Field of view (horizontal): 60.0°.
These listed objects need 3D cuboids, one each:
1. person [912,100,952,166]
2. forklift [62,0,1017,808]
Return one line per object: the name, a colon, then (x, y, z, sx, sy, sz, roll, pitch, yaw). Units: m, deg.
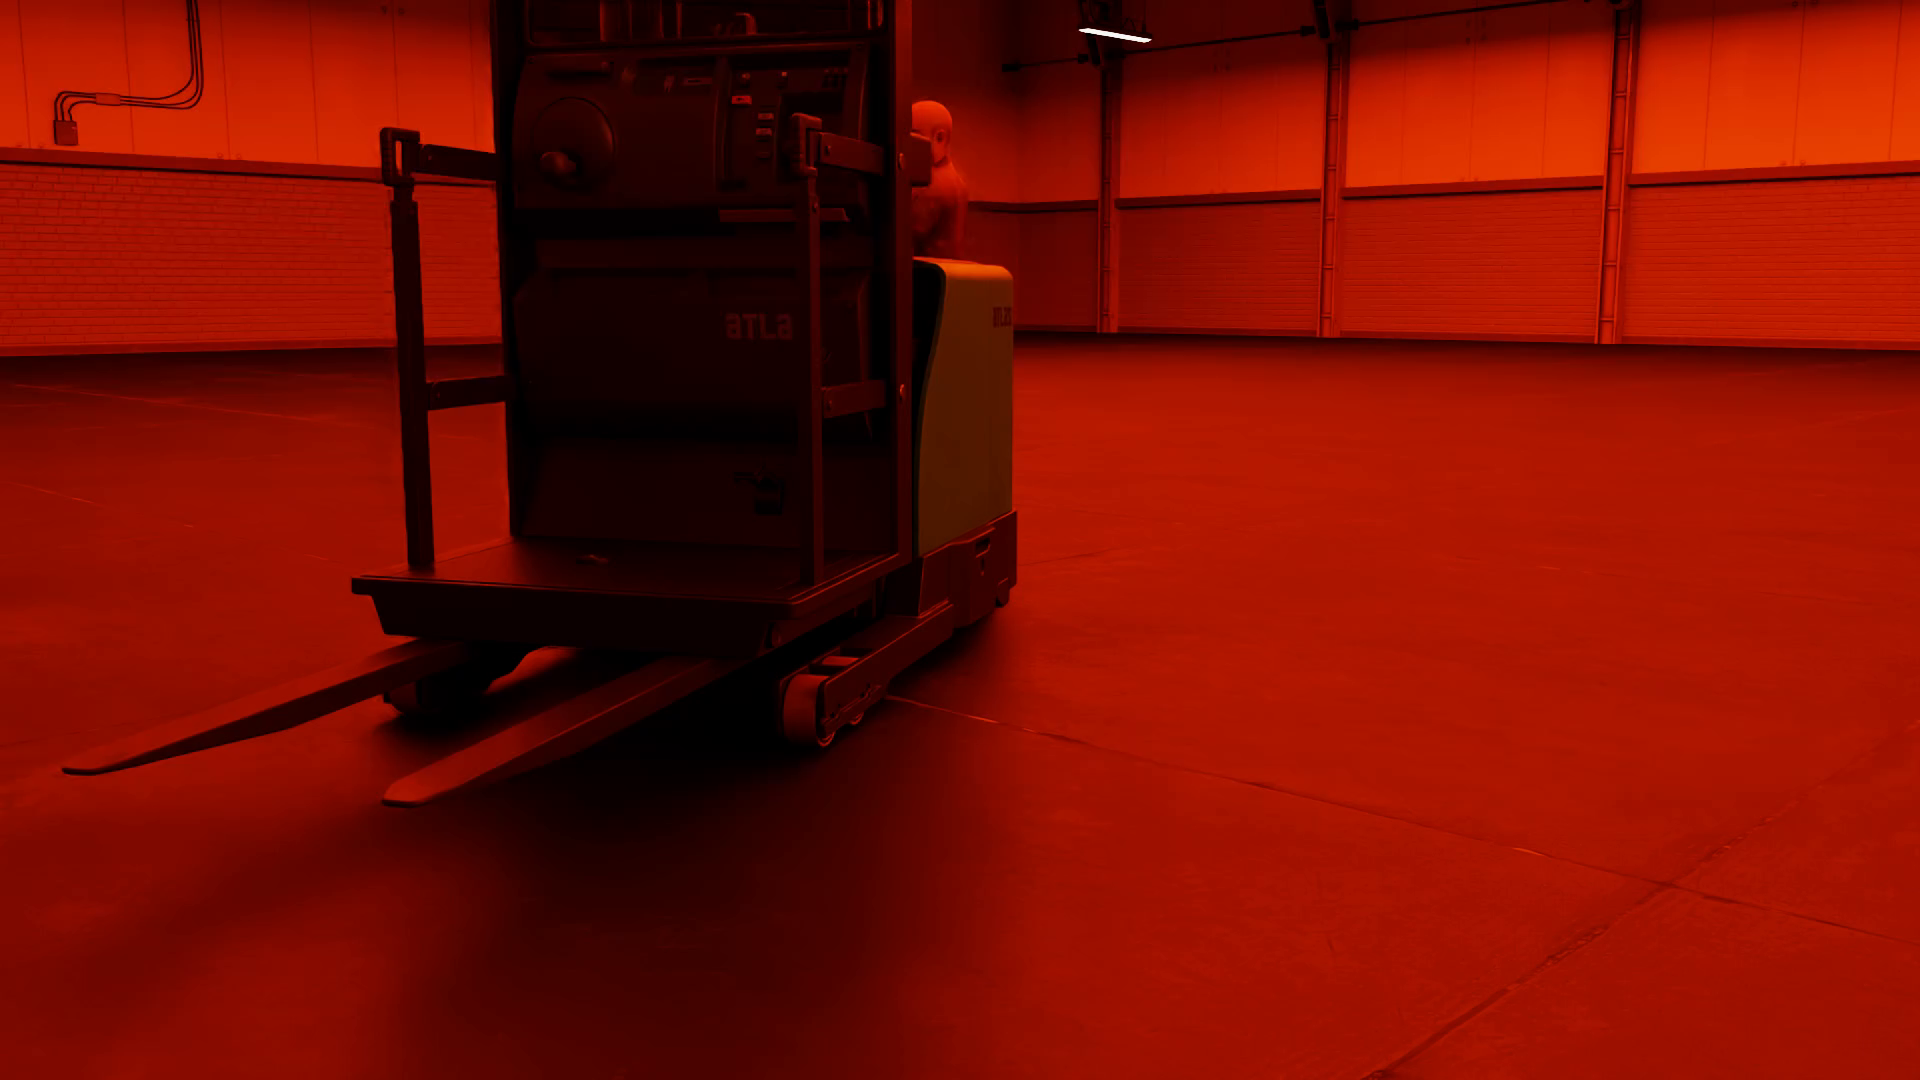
person: (-0.175, -0.861, 6.655, 0.683, 1.731, 0.677, 0, 9, 3)
forklift: (-0.726, -1.024, 3.886, 1.129, 2.867, 3.031, 3, 9, 16)
